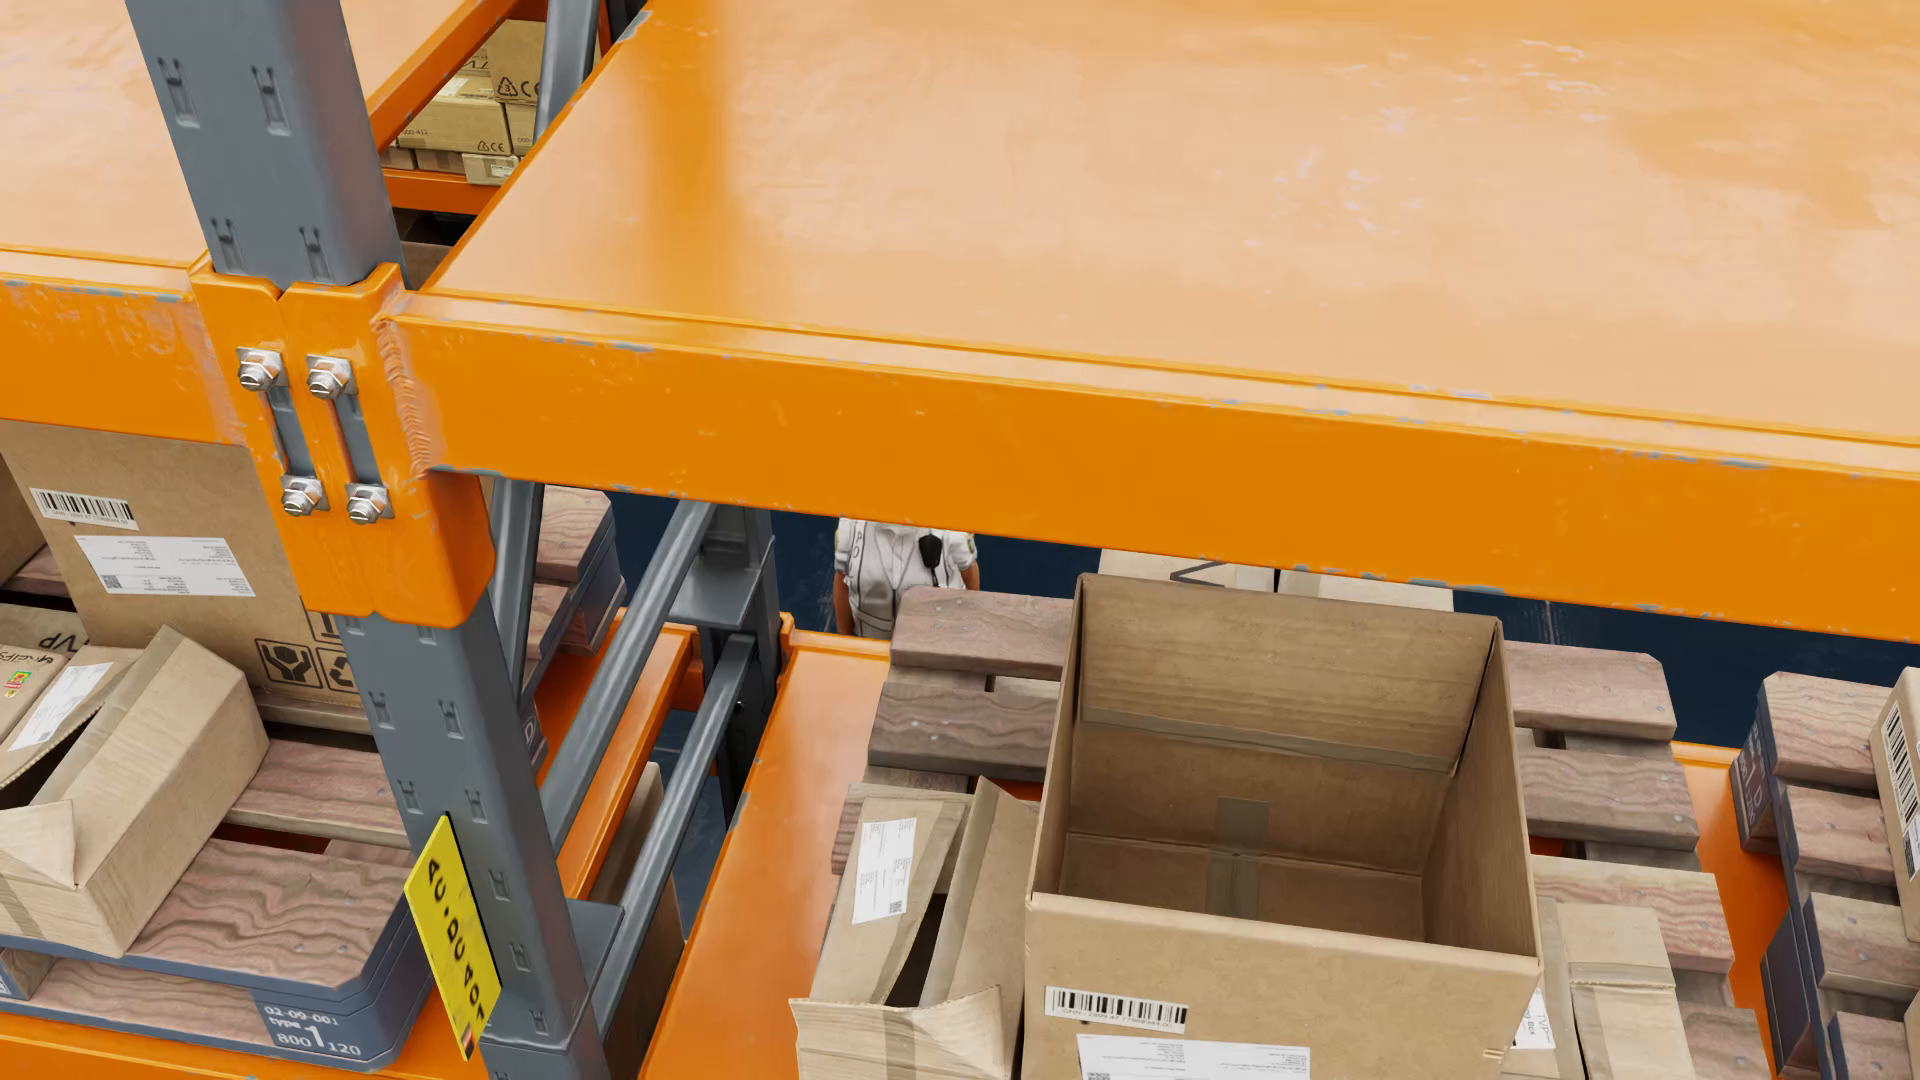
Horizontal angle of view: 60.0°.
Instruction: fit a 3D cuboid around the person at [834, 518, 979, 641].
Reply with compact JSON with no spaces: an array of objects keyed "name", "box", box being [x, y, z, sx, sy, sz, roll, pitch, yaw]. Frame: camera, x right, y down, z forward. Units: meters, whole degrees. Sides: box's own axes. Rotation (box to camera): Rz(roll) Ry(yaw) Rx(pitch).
[{"name":"person","box":[-0.177,0.346,5.773,0.496,1.717,0.458,10,42,11]}]
